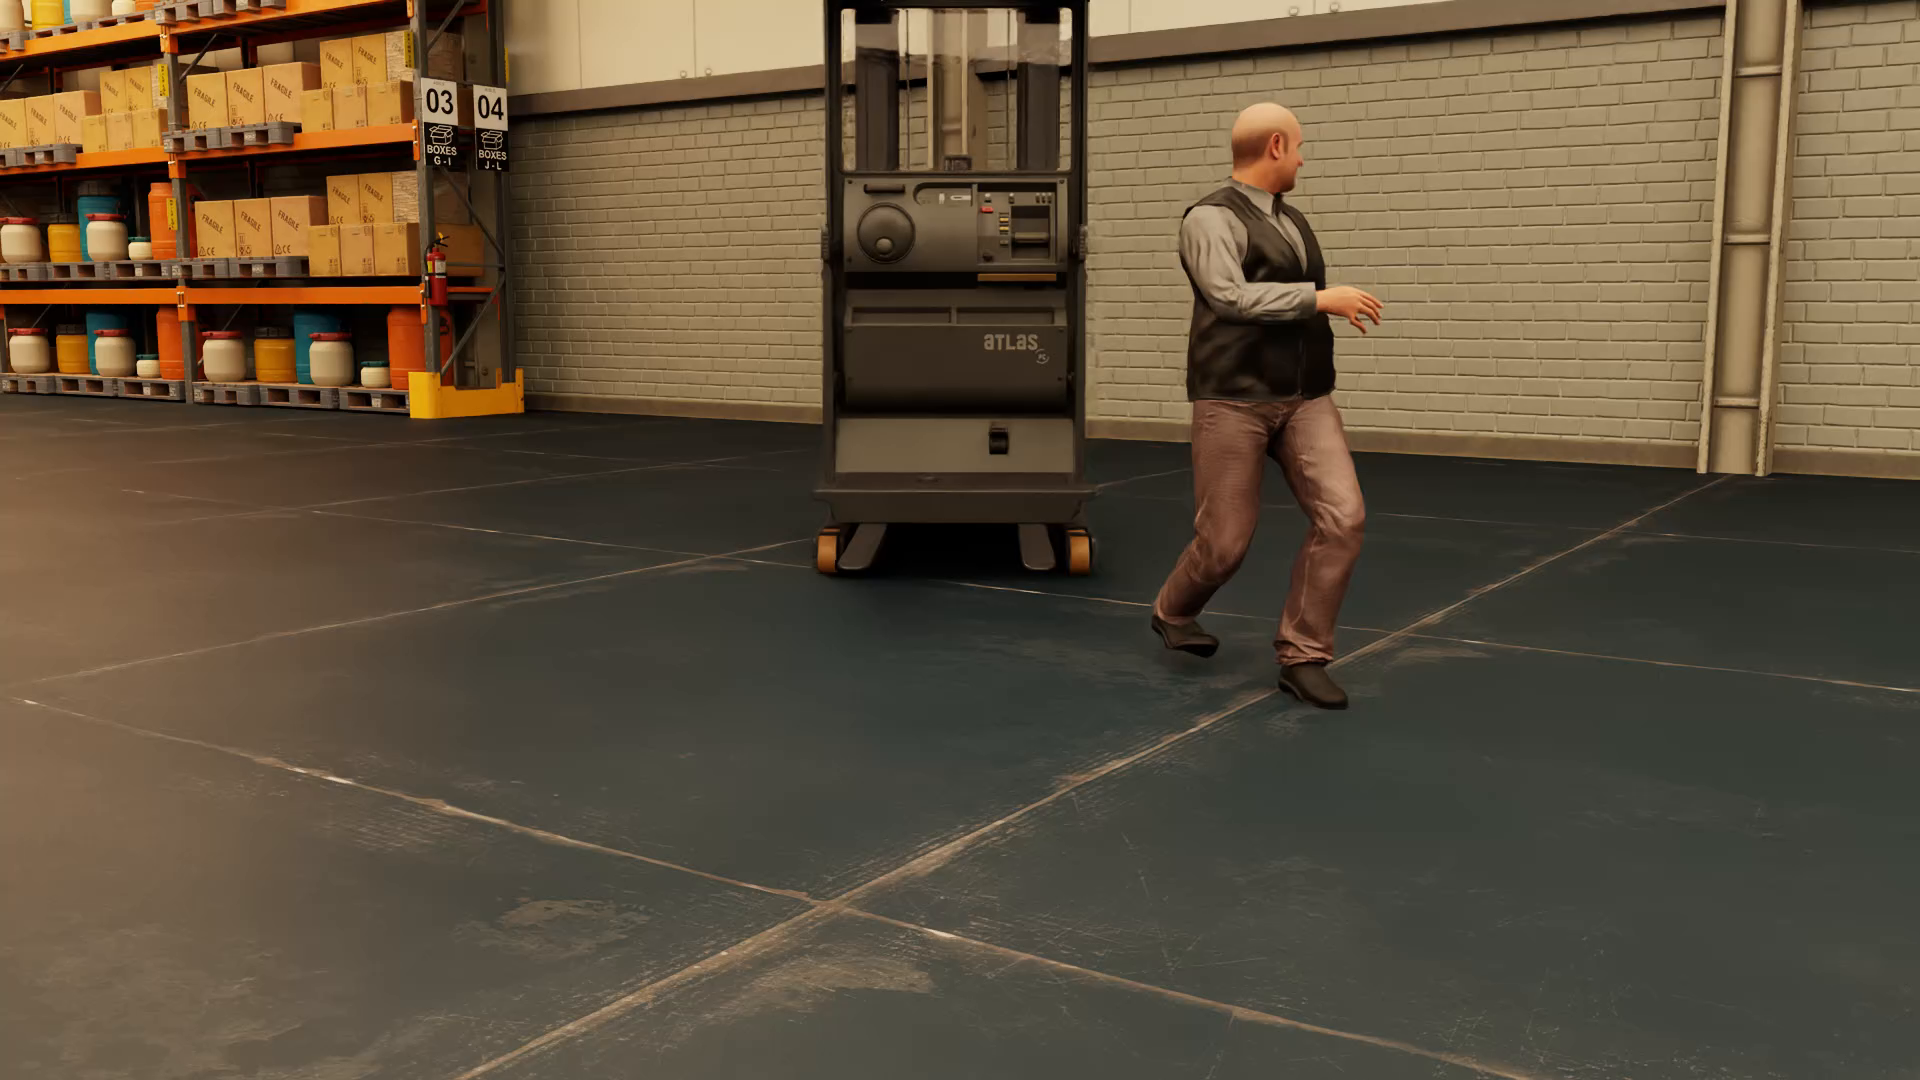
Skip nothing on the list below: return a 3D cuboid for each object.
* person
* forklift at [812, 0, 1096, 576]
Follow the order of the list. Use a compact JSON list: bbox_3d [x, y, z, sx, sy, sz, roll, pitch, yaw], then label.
[{"bbox_3d":[0.860,-0.400,4.708,0.573,1.635,0.864,-4,9,-27],"label":"person"},{"bbox_3d":[-0.019,-1.351,6.694,1.130,2.935,3.031,0,8,1],"label":"forklift"}]
